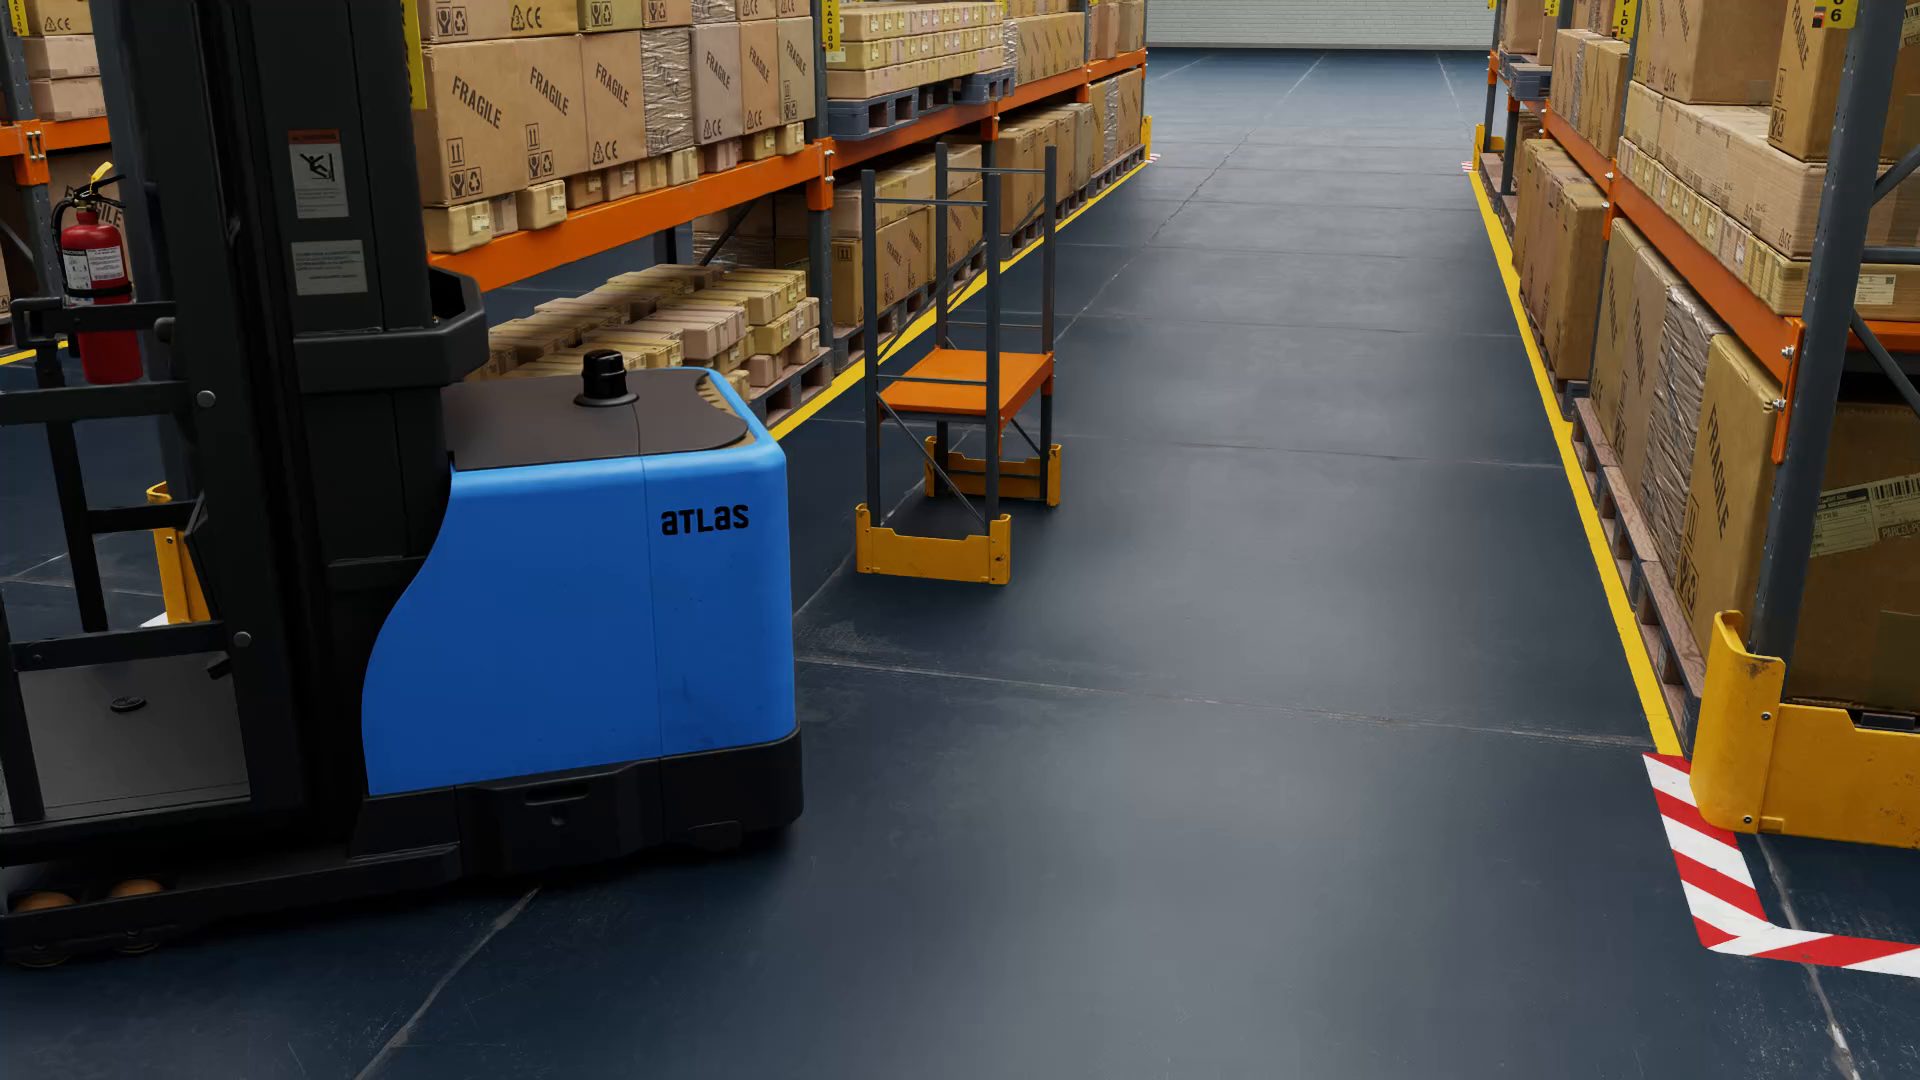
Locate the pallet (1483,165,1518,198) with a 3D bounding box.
[{"bbox_3d":[5.962,-3.704,17.204,1.003,0.211,1.213,5,19,13],"label":"pallet"}]

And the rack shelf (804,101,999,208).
[{"bbox_3d":[-0.715,-2.629,10.856,1.077,0.370,4.000,5,19,13],"label":"rack shelf"}]

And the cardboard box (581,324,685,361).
[{"bbox_3d":[-1.452,-0.857,7.398,0.380,0.149,0.250,5,19,14],"label":"cardboard box"}]

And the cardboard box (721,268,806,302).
[{"bbox_3d":[-1.038,-1.341,8.814,0.380,0.149,0.250,5,20,15],"label":"cardboard box"}]

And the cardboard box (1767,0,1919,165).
[{"bbox_3d":[2.468,-1.263,4.357,0.500,0.500,0.500,5,19,14],"label":"cardboard box"}]

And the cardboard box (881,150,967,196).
[{"bbox_3d":[-0.252,-2.572,11.636,0.500,0.250,0.500,5,19,14],"label":"cardboard box"}]

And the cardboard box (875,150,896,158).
[{"bbox_3d":[-0.753,-2.611,11.748,0.500,0.250,0.500,4,19,13],"label":"cardboard box"}]

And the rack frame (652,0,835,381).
[{"bbox_3d":[-1.203,-2.342,8.904,1.000,3.000,0.127,5,19,13],"label":"rack frame"}]

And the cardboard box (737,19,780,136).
[{"bbox_3d":[-1.176,-2.194,7.855,0.500,0.500,0.500,4,19,12],"label":"cardboard box"}]

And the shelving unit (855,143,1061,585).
[{"bbox_3d":[0.019,-0.734,6.515,0.587,1.500,1.083,5,19,13],"label":"shelving unit"}]

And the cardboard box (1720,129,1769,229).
[{"bbox_3d":[2.590,-1.067,4.942,0.500,0.250,0.500,4,19,12],"label":"cardboard box"}]

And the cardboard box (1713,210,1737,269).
[{"bbox_3d":[2.558,-0.923,5.137,0.380,0.149,0.250,5,19,14],"label":"cardboard box"}]

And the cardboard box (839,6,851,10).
[{"bbox_3d":[-0.911,-3.338,10.638,0.380,0.149,0.250,4,19,13],"label":"cardboard box"}]

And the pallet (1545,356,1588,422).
[{"bbox_3d":[3.697,-0.847,8.841,1.003,0.211,1.213,5,19,13],"label":"pallet"}]

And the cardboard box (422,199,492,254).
[{"bbox_3d":[-1.784,-1.045,5.496,0.380,0.149,0.250,4,19,13],"label":"cardboard box"}]

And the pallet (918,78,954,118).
[{"bbox_3d":[-0.670,-2.881,10.780,1.003,0.211,1.213,5,19,13],"label":"pallet"}]

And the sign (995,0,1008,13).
[{"bbox_3d":[0.302,-4.066,12.284,0.100,0.325,0.005,5,19,13],"label":"sign"}]

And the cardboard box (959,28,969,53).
[{"bbox_3d":[-0.155,-3.303,10.996,0.380,0.149,0.250,5,19,13],"label":"cardboard box"}]

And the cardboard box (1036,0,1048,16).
[{"bbox_3d":[0.388,-4.894,14.674,0.700,0.500,0.500,5,19,14],"label":"cardboard box"}]

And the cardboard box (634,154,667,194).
[{"bbox_3d":[-1.452,-1.538,6.939,0.380,0.149,0.250,5,20,15],"label":"cardboard box"}]

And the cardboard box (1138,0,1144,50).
[{"bbox_3d":[1.682,-6.054,19.541,0.875,0.550,0.550,5,19,13],"label":"cardboard box"}]

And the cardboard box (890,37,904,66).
[{"bbox_3d":[-0.537,-2.812,9.559,0.380,0.149,0.250,5,20,15],"label":"cardboard box"}]

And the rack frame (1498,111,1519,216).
[{"bbox_3d":[5.536,-4.426,15.006,1.000,3.000,0.127,5,19,13],"label":"rack frame"}]

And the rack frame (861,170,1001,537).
[{"bbox_3d":[-0.103,-0.577,6.057,0.500,1.500,0.032,5,19,13],"label":"rack frame"}]

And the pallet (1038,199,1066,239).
[{"bbox_3d":[0.340,-2.899,14.848,1.003,0.211,1.213,5,19,13],"label":"pallet"}]

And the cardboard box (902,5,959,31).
[{"bbox_3d":[-0.219,-3.362,10.710,0.380,0.149,0.250,6,20,16],"label":"cardboard box"}]

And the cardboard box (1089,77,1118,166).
[{"bbox_3d":[1.189,-4.517,17.910,0.875,0.875,0.875,5,19,14],"label":"cardboard box"}]

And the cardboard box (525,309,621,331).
[{"bbox_3d":[-1.797,-0.968,7.722,0.380,0.149,0.250,4,19,11],"label":"cardboard box"}]

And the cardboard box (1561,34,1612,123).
[{"bbox_3d":[3.931,-2.766,9.991,0.500,0.500,0.500,4,19,12],"label":"cardboard box"}]

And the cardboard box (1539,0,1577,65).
[{"bbox_3d":[4.691,-3.774,12.291,0.700,0.500,0.500,8,20,21],"label":"cardboard box"}]

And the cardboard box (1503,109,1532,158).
[{"bbox_3d":[6.345,-4.501,18.443,0.500,0.500,0.500,9,21,23],"label":"cardboard box"}]

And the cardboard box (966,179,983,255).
[{"bbox_3d":[-0.133,-2.385,12.247,0.500,0.500,0.500,5,19,13],"label":"cardboard box"}]

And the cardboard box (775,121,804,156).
[{"bbox_3d":[-1.004,-2.026,8.367,0.380,0.149,0.250,4,19,12],"label":"cardboard box"}]

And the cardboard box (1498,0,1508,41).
[{"bbox_3d":[6.352,-5.698,18.114,0.875,0.500,0.500,5,19,13],"label":"cardboard box"}]

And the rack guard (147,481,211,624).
[{"bbox_3d":[-2.162,0.071,5.707,1.175,0.500,0.348,5,19,13],"label":"rack guard"}]

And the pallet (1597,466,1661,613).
[{"bbox_3d":[3.024,0.017,6.313,1.003,0.211,1.213,5,19,13],"label":"pallet"}]

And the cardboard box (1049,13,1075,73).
[{"bbox_3d":[0.759,-4.554,15.225,0.500,0.500,0.500,4,19,13],"label":"cardboard box"}]

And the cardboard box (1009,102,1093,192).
[{"bbox_3d":[0.687,-3.782,15.951,1.050,0.750,0.750,5,19,13],"label":"cardboard box"}]

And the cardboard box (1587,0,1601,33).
[{"bbox_3d":[4.364,-3.467,10.490,0.797,0.503,0.637,5,20,15],"label":"cardboard box"}]

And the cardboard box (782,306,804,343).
[{"bbox_3d":[-1.026,-1.123,8.635,0.380,0.149,0.250,4,19,11],"label":"cardboard box"}]

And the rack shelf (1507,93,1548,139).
[{"bbox_3d":[5.047,-3.459,13.287,1.077,0.370,4.000,5,19,13],"label":"rack shelf"}]

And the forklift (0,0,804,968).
[{"bbox_3d":[-1.988,-0.597,3.901,3.031,2.935,1.130,-6,20,-17],"label":"forklift"}]

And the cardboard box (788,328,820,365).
[{"bbox_3d":[-0.969,-1.042,8.858,0.380,0.149,0.250,5,19,14],"label":"cardboard box"}]

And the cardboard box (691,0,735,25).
[{"bbox_3d":[-1.316,-2.513,7.242,0.500,0.500,0.500,5,20,15],"label":"cardboard box"}]

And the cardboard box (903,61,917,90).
[{"bbox_3d":[-0.472,-2.753,9.846,0.380,0.149,0.250,5,19,14],"label":"cardboard box"}]

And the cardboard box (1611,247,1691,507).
[{"bbox_3d":[3.123,-0.629,6.527,0.875,0.875,0.875,5,19,13],"label":"cardboard box"}]

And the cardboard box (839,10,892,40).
[{"bbox_3d":[-0.599,-2.879,9.293,0.380,0.149,0.250,5,20,15],"label":"cardboard box"}]

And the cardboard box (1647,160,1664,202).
[{"bbox_3d":[2.934,-1.406,6.551,0.380,0.149,0.250,4,19,13],"label":"cardboard box"}]

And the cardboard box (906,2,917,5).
[{"bbox_3d":[-0.528,-3.826,12.068,0.380,0.149,0.250,5,19,13],"label":"cardboard box"}]

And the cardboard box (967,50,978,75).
[{"bbox_3d":[-0.090,-3.249,11.297,0.380,0.149,0.250,4,19,13],"label":"cardboard box"}]

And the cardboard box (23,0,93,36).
[{"bbox_3d":[-5.642,-3.337,10.115,0.500,0.500,0.500,5,19,14],"label":"cardboard box"}]
